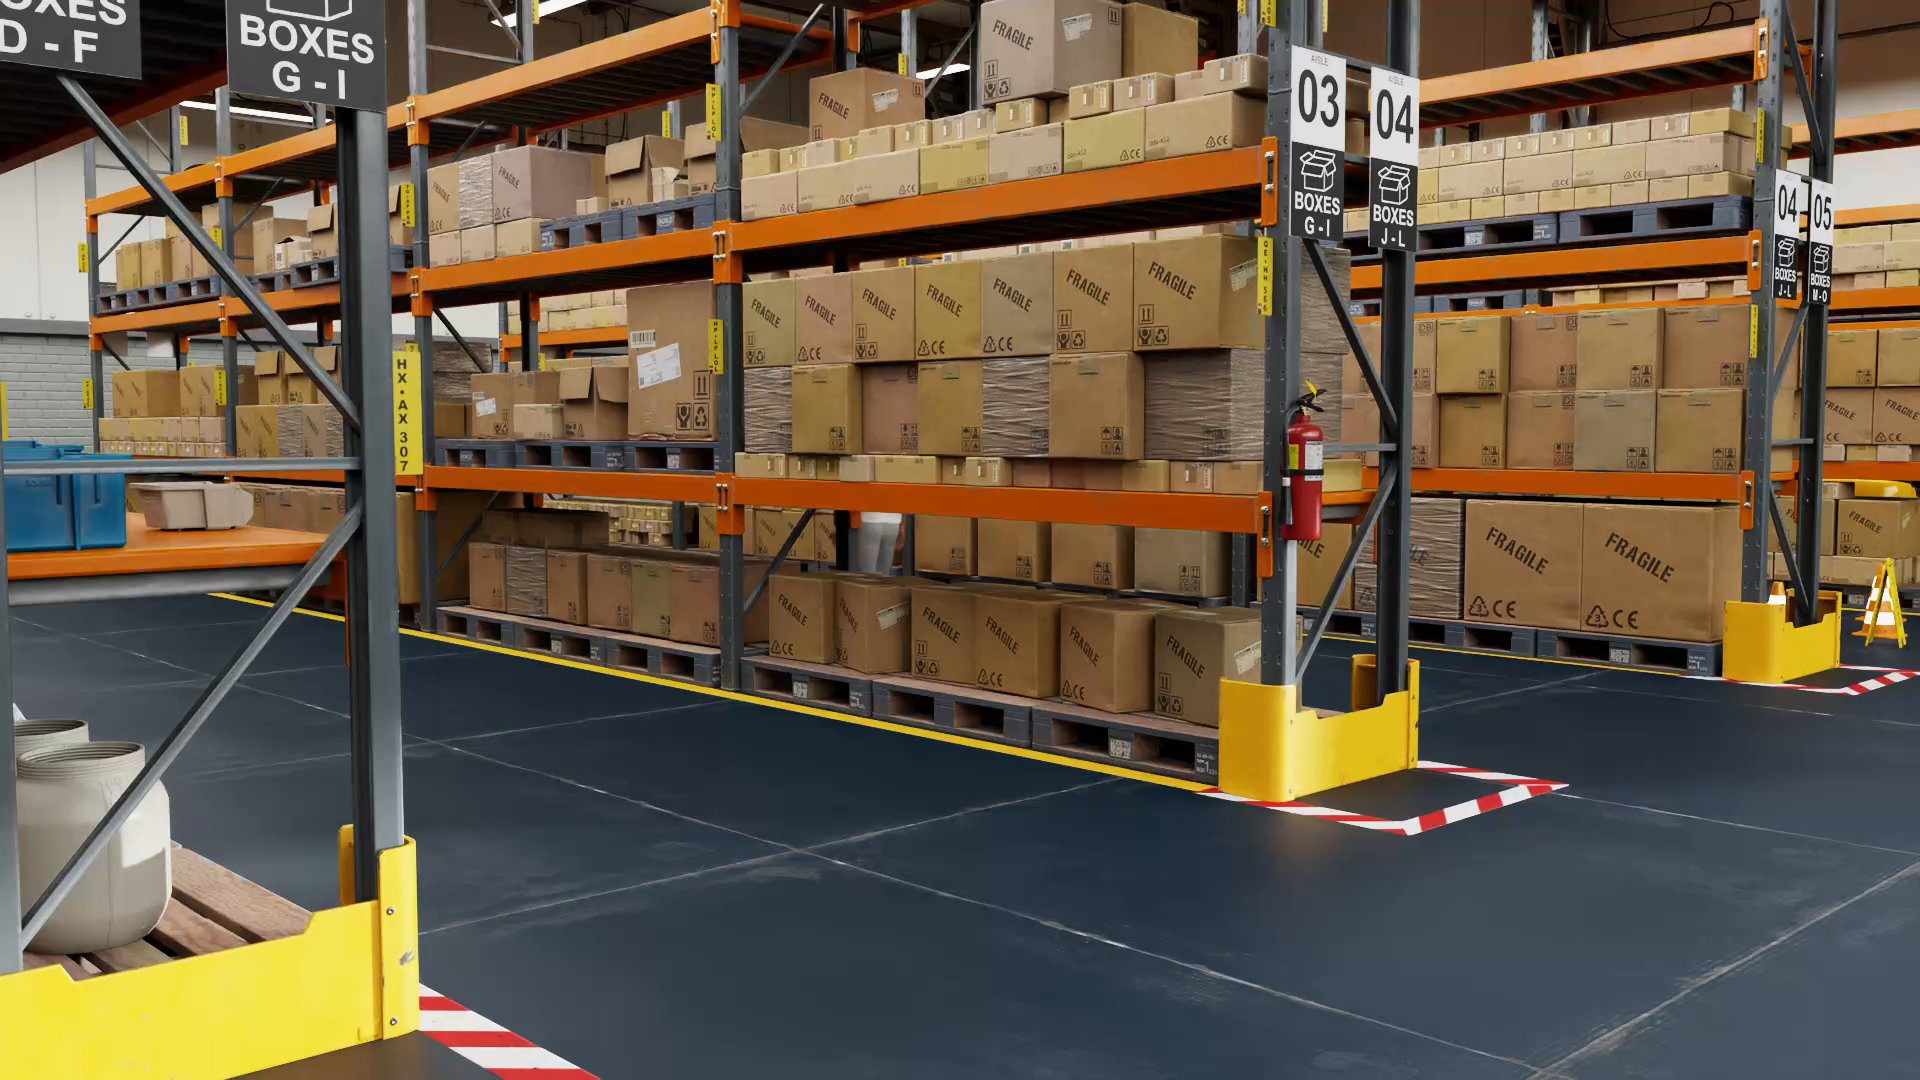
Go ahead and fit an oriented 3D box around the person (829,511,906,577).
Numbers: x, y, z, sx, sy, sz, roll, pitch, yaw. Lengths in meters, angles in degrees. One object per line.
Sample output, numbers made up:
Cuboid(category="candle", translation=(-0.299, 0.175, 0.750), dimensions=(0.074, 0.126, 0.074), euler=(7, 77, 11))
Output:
Cuboid(category="person", translation=(-0.702, -0.066, 12.001), dimensions=(0.511, 1.823, 0.575), euler=(3, 5, 41))
